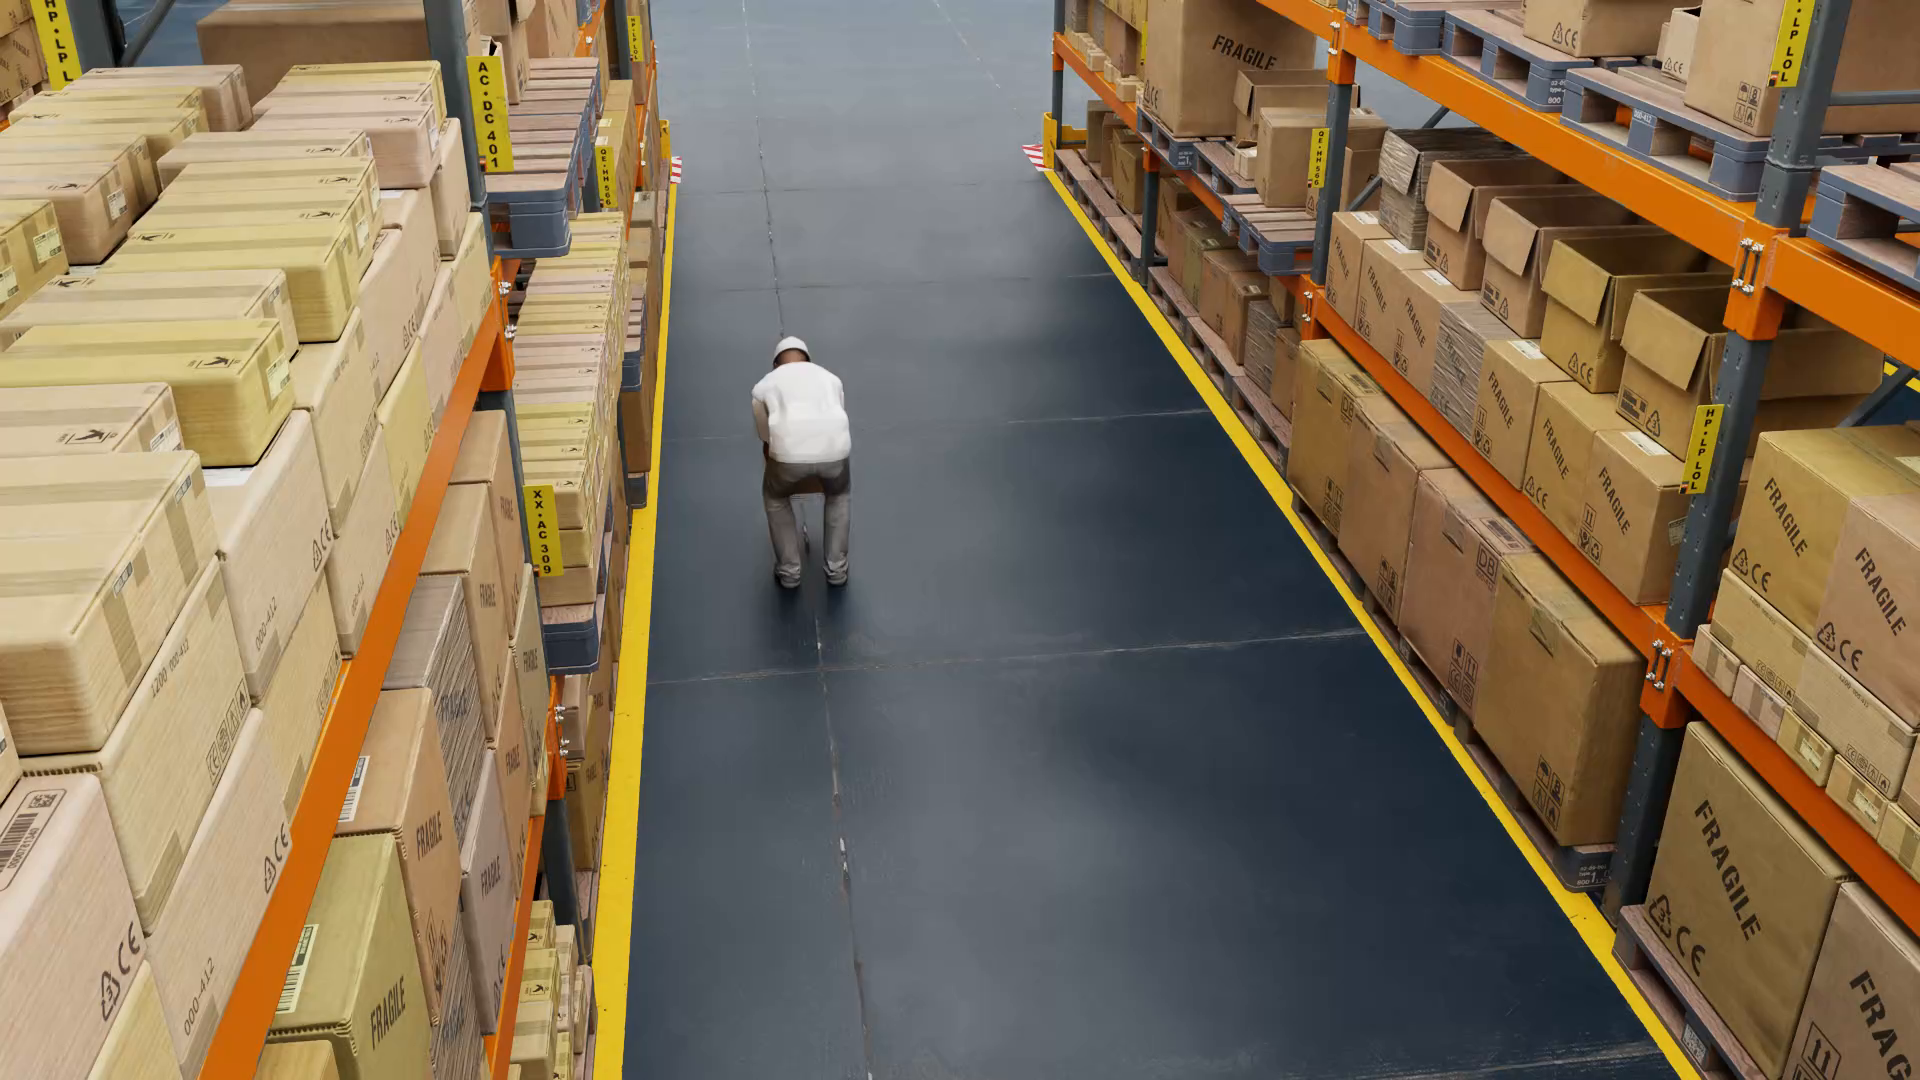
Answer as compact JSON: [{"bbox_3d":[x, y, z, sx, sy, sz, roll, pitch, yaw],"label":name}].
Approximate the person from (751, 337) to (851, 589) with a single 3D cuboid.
[{"bbox_3d":[-0.856,-0.417,9.045,0.499,1.186,0.954,-5,27,-10],"label":"person"}]
